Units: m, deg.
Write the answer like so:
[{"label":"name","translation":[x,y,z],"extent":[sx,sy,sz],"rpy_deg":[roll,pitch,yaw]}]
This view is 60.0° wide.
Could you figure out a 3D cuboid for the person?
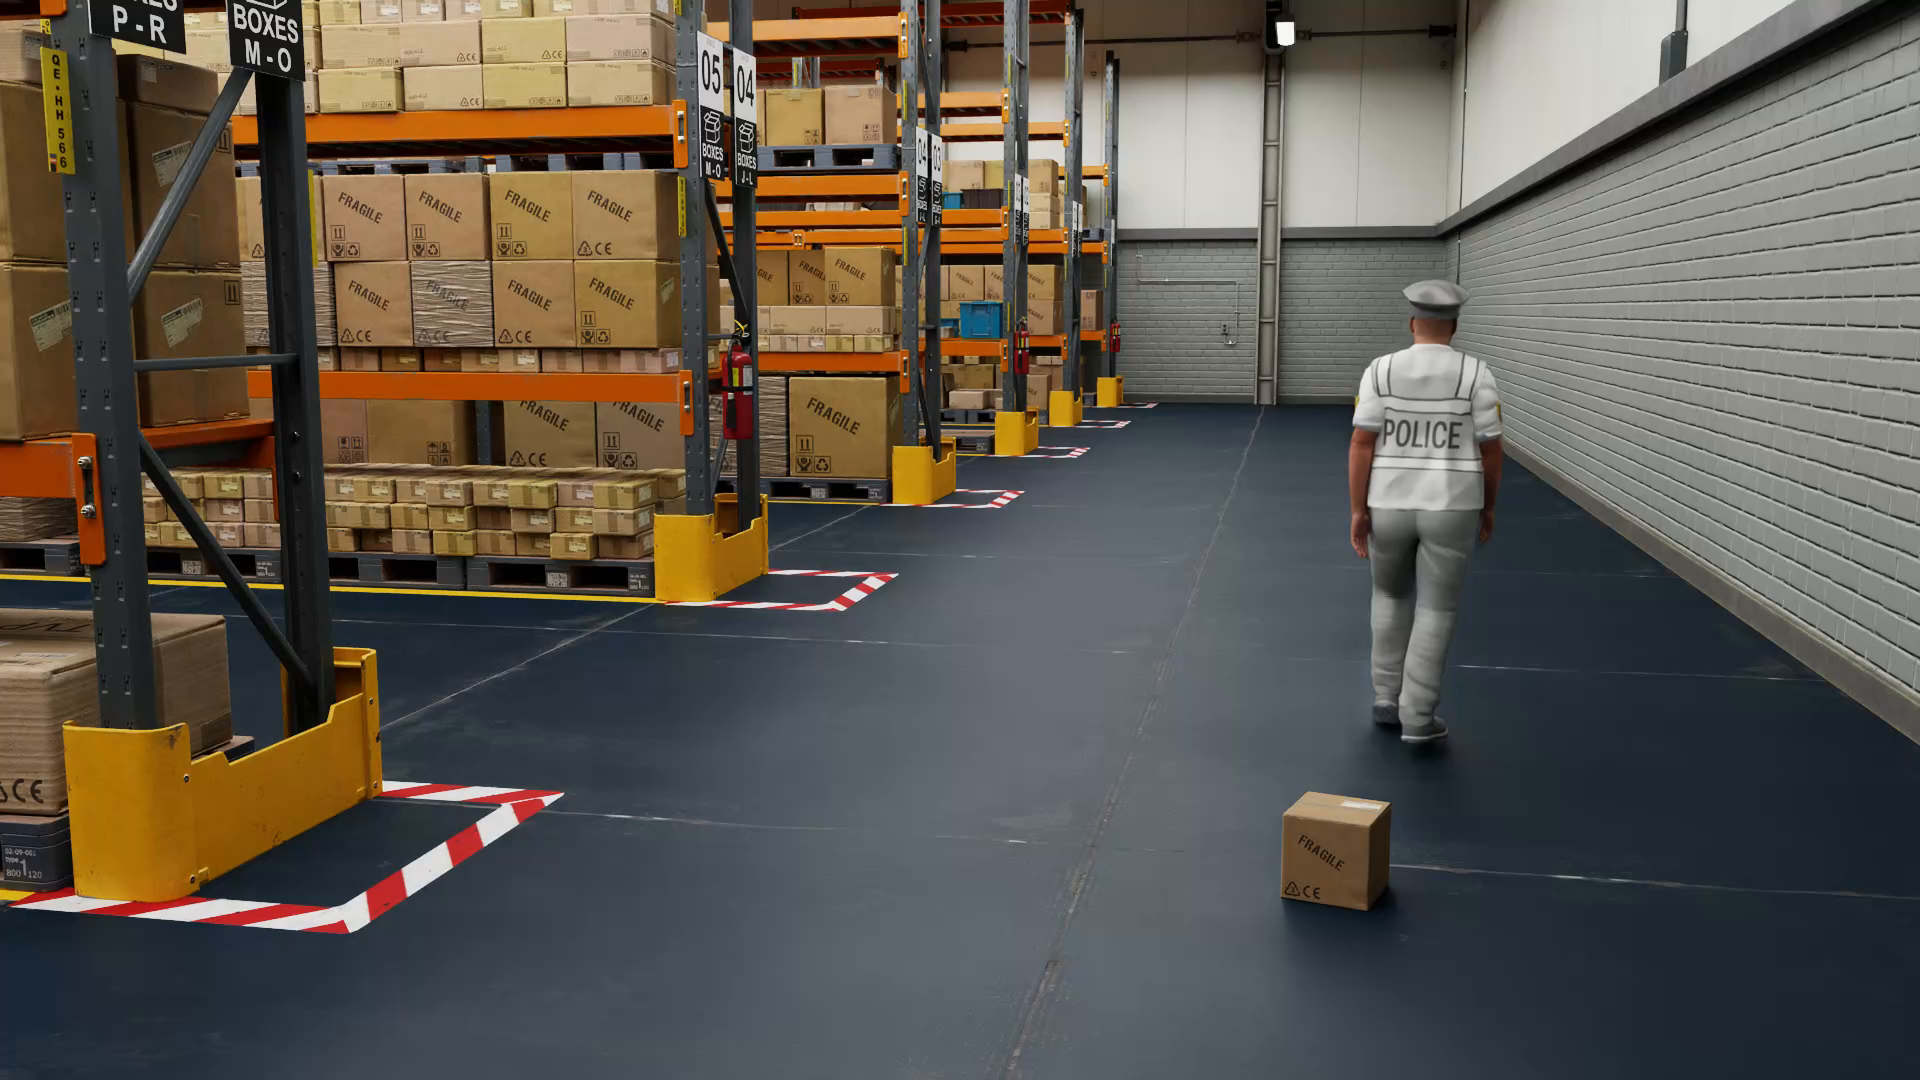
[{"label":"person","translation":[1.798,-0.077,6.422],"extent":[0.548,1.841,0.628],"rpy_deg":[4,9,27]}]
